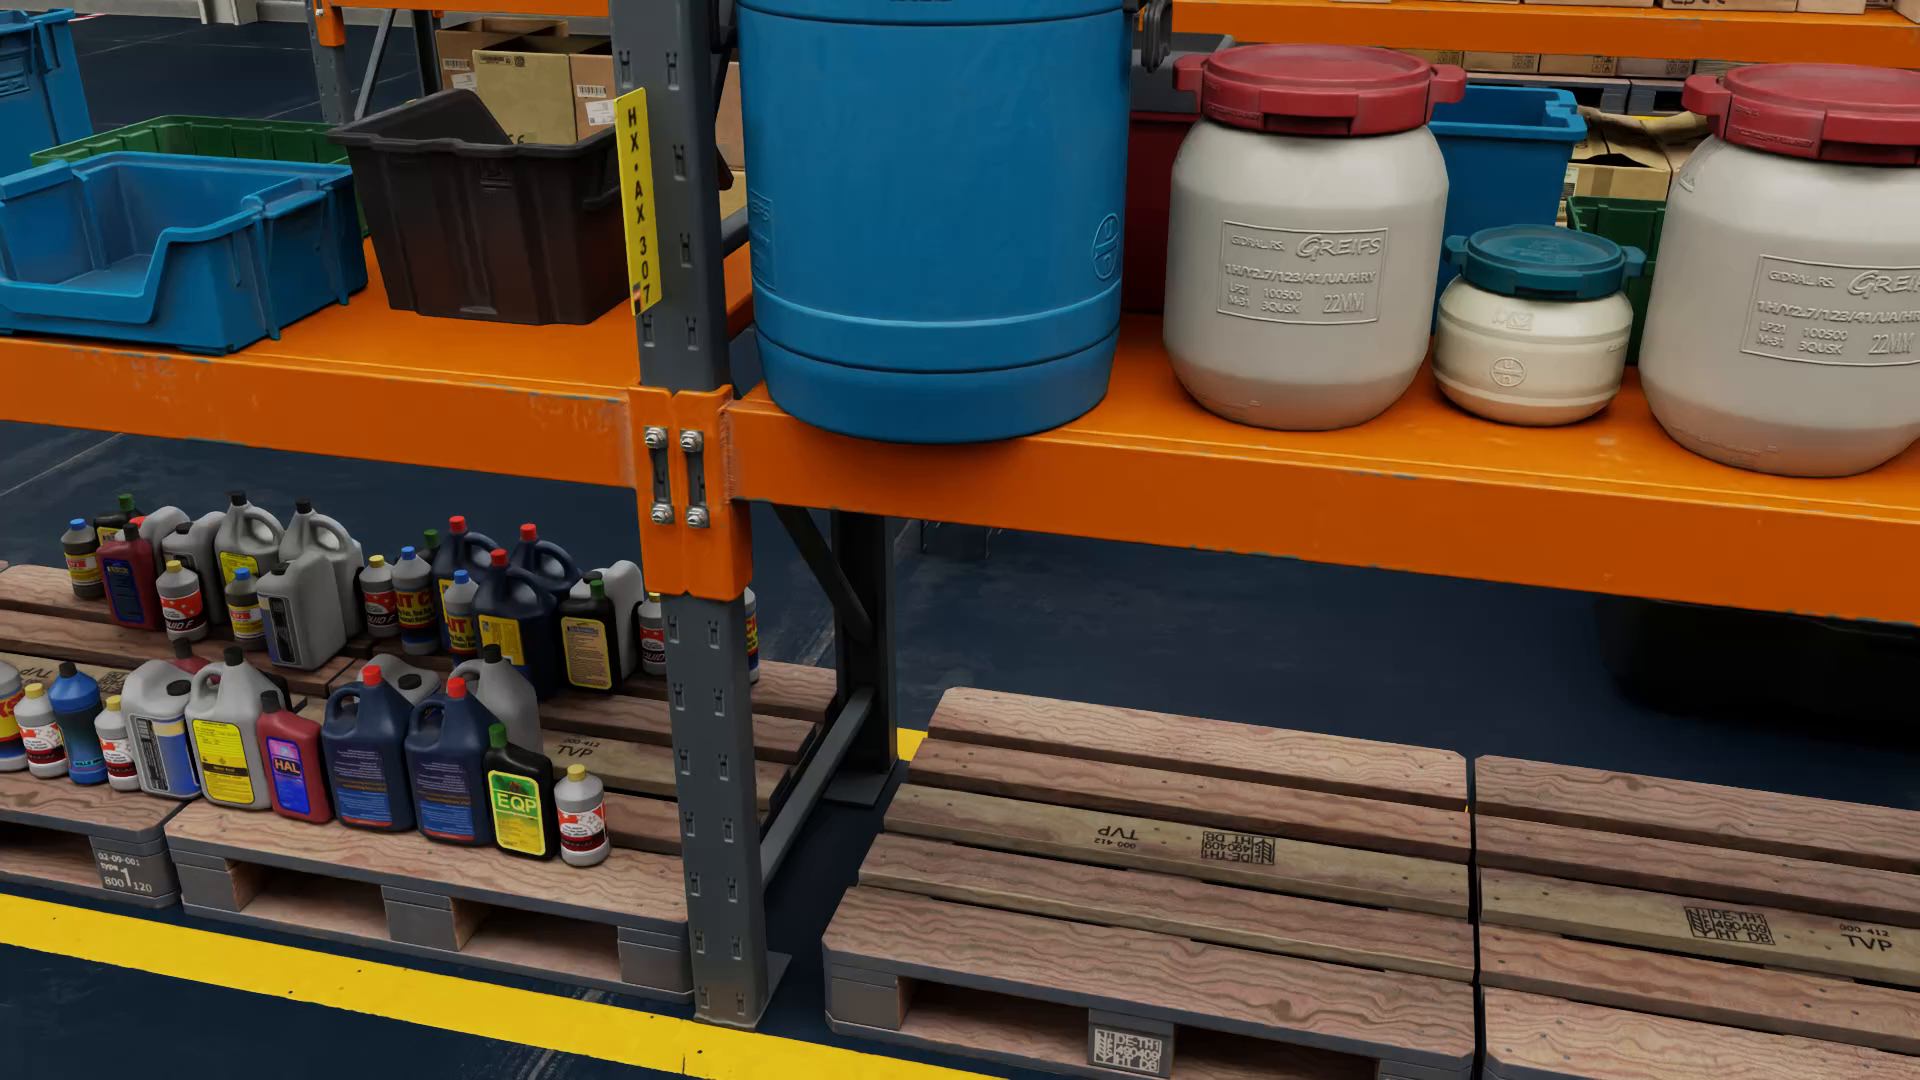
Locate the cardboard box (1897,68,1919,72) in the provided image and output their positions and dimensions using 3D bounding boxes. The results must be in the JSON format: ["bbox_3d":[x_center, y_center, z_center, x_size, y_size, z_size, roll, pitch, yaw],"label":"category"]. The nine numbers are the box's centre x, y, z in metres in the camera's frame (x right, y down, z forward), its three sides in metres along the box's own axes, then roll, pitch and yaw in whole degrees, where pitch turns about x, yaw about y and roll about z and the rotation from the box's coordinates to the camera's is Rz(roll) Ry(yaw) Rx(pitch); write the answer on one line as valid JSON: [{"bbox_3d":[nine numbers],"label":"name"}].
[{"bbox_3d":[6.685,-3.391,10.895,0.750,0.750,0.750,6,26,12],"label":"cardboard box"}]

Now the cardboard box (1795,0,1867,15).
[{"bbox_3d":[3.526,-2.242,6.763,0.250,0.149,0.380,8,27,17],"label":"cardboard box"}]

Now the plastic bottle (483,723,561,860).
[{"bbox_3d":[-0.884,0.505,3.349,0.133,0.283,0.061,8,27,16],"label":"plastic bottle"}]

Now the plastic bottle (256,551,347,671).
[{"bbox_3d":[-1.621,0.162,4.078,0.135,0.276,0.152,6,26,13],"label":"plastic bottle"}]

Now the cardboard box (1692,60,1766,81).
[{"bbox_3d":[5.295,-3.431,11.363,0.500,0.500,0.700,7,26,14],"label":"cardboard box"}]

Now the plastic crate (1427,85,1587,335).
[{"bbox_3d":[0.810,-0.613,3.067,0.575,0.384,0.392,6,26,13],"label":"plastic crate"}]

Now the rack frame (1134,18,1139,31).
[{"bbox_3d":[0.902,-2.671,7.370,0.127,3.000,1.000,6,26,13],"label":"rack frame"}]

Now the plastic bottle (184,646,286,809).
[{"bbox_3d":[-1.530,0.384,3.523,0.185,0.351,0.144,6,26,13],"label":"plastic bottle"}]

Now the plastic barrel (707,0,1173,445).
[{"bbox_3d":[-0.037,-0.668,2.580,0.708,0.901,0.600,6,26,13],"label":"plastic barrel"}]

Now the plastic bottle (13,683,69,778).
[{"bbox_3d":[-2.007,0.409,3.644,0.097,0.201,0.097,0,25,0],"label":"plastic bottle"}]

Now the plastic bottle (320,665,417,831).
[{"bbox_3d":[-1.217,0.419,3.451,0.185,0.351,0.144,5,26,10],"label":"plastic bottle"}]

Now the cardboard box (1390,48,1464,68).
[{"bbox_3d":[3.362,-3.697,11.923,0.500,0.500,0.700,6,26,12],"label":"cardboard box"}]

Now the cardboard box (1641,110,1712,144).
[{"bbox_3d":[3.337,-1.731,7.453,0.500,0.311,0.500,6,26,12],"label":"cardboard box"}]

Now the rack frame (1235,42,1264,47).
[{"bbox_3d":[2.132,-4.734,11.703,0.127,3.000,1.000,6,26,13],"label":"rack frame"}]

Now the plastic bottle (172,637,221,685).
[{"bbox_3d":[-1.660,0.351,3.671,0.133,0.283,0.061,6,26,13],"label":"plastic bottle"}]

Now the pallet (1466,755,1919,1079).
[{"bbox_3d":[1.620,0.848,3.224,1.213,0.211,1.003,6,26,13],"label":"pallet"}]

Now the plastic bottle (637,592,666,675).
[{"bbox_3d":[-0.732,0.217,4.048,0.097,0.201,0.097,0,25,0],"label":"plastic bottle"}]

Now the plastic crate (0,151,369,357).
[{"bbox_3d":[-1.475,-0.547,3.083,0.616,0.251,0.499,6,26,13],"label":"plastic crate"}]

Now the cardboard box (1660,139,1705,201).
[{"bbox_3d":[3.214,-1.506,6.981,0.500,0.311,0.500,6,26,13],"label":"cardboard box"}]

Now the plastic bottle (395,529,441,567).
[{"bbox_3d":[-1.346,0.104,4.190,0.133,0.283,0.061,7,26,15],"label":"plastic bottle"}]

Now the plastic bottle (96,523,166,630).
[{"bbox_3d":[-2.110,0.087,4.225,0.133,0.283,0.061,6,26,13],"label":"plastic bottle"}]

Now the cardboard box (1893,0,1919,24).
[{"bbox_3d":[3.836,-2.110,6.486,0.250,0.149,0.380,6,26,13],"label":"cardboard box"}]

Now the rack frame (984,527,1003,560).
[{"bbox_3d":[0.106,-0.395,5.032,0.006,0.900,0.240,6,26,13],"label":"rack frame"}]

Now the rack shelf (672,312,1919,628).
[{"bbox_3d":[1.601,-0.070,2.745,4.000,0.370,1.077,6,26,13],"label":"rack shelf"}]

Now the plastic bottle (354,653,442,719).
[{"bbox_3d":[-1.204,0.388,3.602,0.135,0.276,0.152,6,26,13],"label":"plastic bottle"}]

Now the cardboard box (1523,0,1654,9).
[{"bbox_3d":[2.637,-2.517,6.931,0.500,0.500,0.500,6,26,13],"label":"cardboard box"}]

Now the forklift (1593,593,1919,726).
[{"bbox_3d":[3.279,-0.942,3.819,3.031,2.935,1.130,7,26,14],"label":"forklift"}]

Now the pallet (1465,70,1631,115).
[{"bbox_3d":[4.071,-3.262,11.856,1.213,0.211,1.003,6,26,13],"label":"pallet"}]

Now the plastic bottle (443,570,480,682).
[{"bbox_3d":[-1.185,0.200,4.003,0.097,0.271,0.097,0,25,0],"label":"plastic bottle"}]

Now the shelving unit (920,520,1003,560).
[{"bbox_3d":[0.008,-0.405,5.055,0.210,0.900,0.258,6,26,13],"label":"shelving unit"}]

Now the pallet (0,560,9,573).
[{"bbox_3d":[-3.339,0.299,4.375,1.213,0.211,1.003,6,26,13],"label":"pallet"}]

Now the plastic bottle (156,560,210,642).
[{"bbox_3d":[-1.963,0.149,4.192,0.097,0.201,0.097,0,25,0],"label":"plastic bottle"}]

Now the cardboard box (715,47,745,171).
[{"bbox_3d":[-1.056,-2.074,7.955,0.500,0.500,0.500,6,26,13],"label":"cardboard box"}]

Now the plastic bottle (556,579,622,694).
[{"bbox_3d":[-0.881,0.223,3.940,0.133,0.283,0.061,6,26,13],"label":"plastic bottle"}]

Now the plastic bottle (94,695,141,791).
[{"bbox_3d":[-1.807,0.431,3.598,0.097,0.201,0.097,0,25,0],"label":"plastic bottle"}]

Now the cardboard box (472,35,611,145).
[{"bbox_3d":[-2.024,-2.183,8.184,0.500,0.500,0.500,6,26,13],"label":"cardboard box"}]

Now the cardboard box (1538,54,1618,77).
[{"bbox_3d":[4.337,-3.576,11.667,0.500,0.500,0.700,6,26,13],"label":"cardboard box"}]

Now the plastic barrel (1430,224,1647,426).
[{"bbox_3d":[0.908,-0.341,2.638,0.301,0.262,0.301,0,25,0],"label":"plastic barrel"}]

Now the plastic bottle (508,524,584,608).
[{"bbox_3d":[-1.014,0.129,4.059,0.185,0.351,0.144,7,26,14],"label":"plastic bottle"}]

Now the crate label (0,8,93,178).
[{"bbox_3d":[-2.360,-0.969,3.754,0.616,0.435,0.502,6,26,13],"label":"crate label"}]

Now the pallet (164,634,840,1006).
[{"bbox_3d":[-0.976,0.561,3.827,1.213,0.211,1.003,6,26,13],"label":"pallet"}]

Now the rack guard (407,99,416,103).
[{"bbox_3d":[-2.996,-1.973,8.813,0.348,0.500,1.175,6,26,13],"label":"rack guard"}]

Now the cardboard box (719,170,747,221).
[{"bbox_3d":[-1.056,-1.736,8.117,0.500,0.250,0.500,6,26,13],"label":"cardboard box"}]

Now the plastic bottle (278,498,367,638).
[{"bbox_3d":[-1.609,0.063,4.197,0.185,0.351,0.144,6,26,13],"label":"plastic bottle"}]

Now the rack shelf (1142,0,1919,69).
[{"bbox_3d":[2.839,-2.132,7.075,4.000,0.370,1.077,6,26,13],"label":"rack shelf"}]

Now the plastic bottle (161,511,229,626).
[{"bbox_3d":[-1.950,0.061,4.289,0.135,0.276,0.152,6,26,12],"label":"plastic bottle"}]

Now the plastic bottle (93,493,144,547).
[{"bbox_3d":[-2.204,0.009,4.389,0.133,0.283,0.061,7,26,14],"label":"plastic bottle"}]
